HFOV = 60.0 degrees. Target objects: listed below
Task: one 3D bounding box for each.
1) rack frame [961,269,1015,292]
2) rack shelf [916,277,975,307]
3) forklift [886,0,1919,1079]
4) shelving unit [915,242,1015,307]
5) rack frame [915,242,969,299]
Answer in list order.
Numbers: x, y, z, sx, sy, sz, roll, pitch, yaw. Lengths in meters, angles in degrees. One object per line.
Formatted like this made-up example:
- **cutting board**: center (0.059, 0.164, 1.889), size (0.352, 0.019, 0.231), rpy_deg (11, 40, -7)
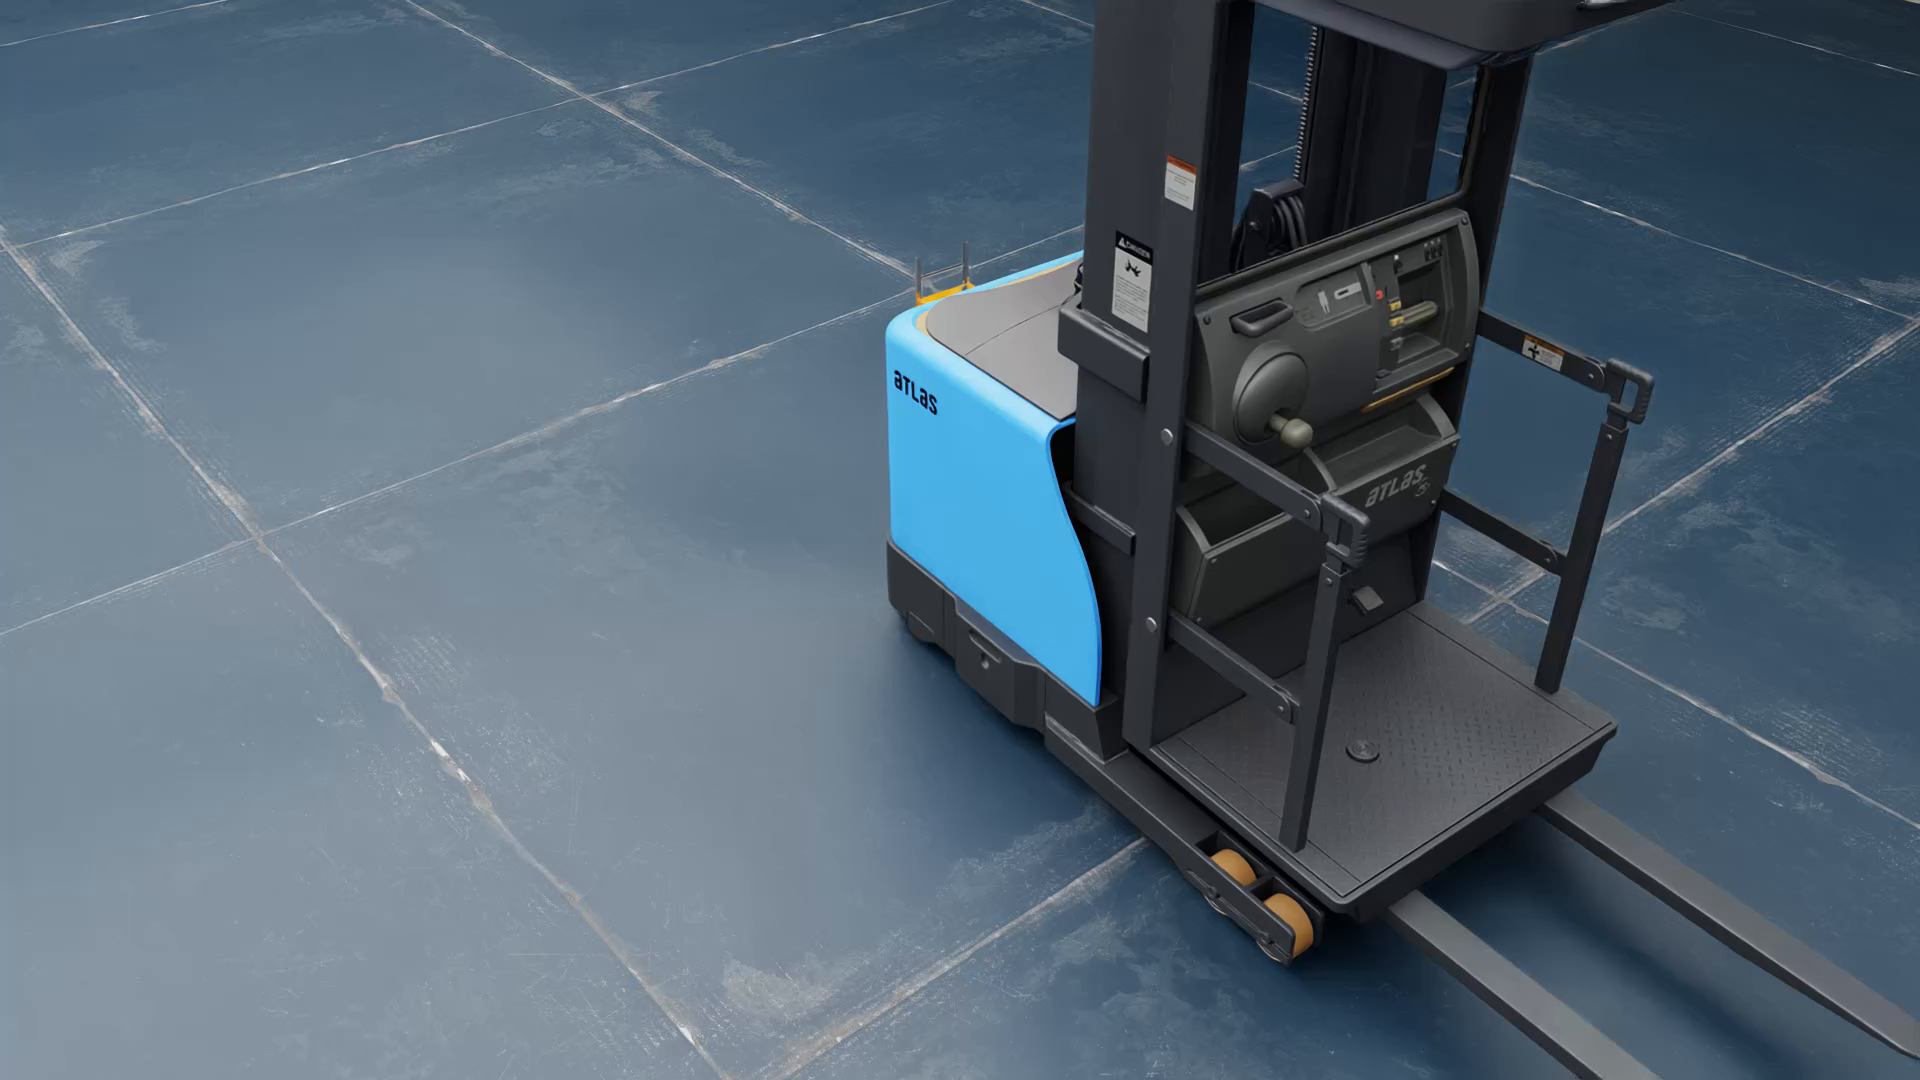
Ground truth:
- **rack frame**: center (0.087, -0.368, 5.361), size (0.200, 1.050, 0.008), rpy_deg (-23, 41, -29)
- **rack shelf**: center (0.016, -0.648, 5.284), size (0.215, 0.259, 0.240), rpy_deg (-23, 41, -29)
- **forklift**: center (1.050, -0.450, 3.849), size (1.130, 2.935, 3.031), rpy_deg (-23, 41, -29)
- **shelving unit**: center (0.016, -0.425, 5.442), size (0.215, 1.050, 0.252), rpy_deg (-23, 41, -29)
- **rack frame**: center (-0.056, -0.482, 5.523), size (0.200, 1.050, 0.008), rpy_deg (-23, 41, -29)
